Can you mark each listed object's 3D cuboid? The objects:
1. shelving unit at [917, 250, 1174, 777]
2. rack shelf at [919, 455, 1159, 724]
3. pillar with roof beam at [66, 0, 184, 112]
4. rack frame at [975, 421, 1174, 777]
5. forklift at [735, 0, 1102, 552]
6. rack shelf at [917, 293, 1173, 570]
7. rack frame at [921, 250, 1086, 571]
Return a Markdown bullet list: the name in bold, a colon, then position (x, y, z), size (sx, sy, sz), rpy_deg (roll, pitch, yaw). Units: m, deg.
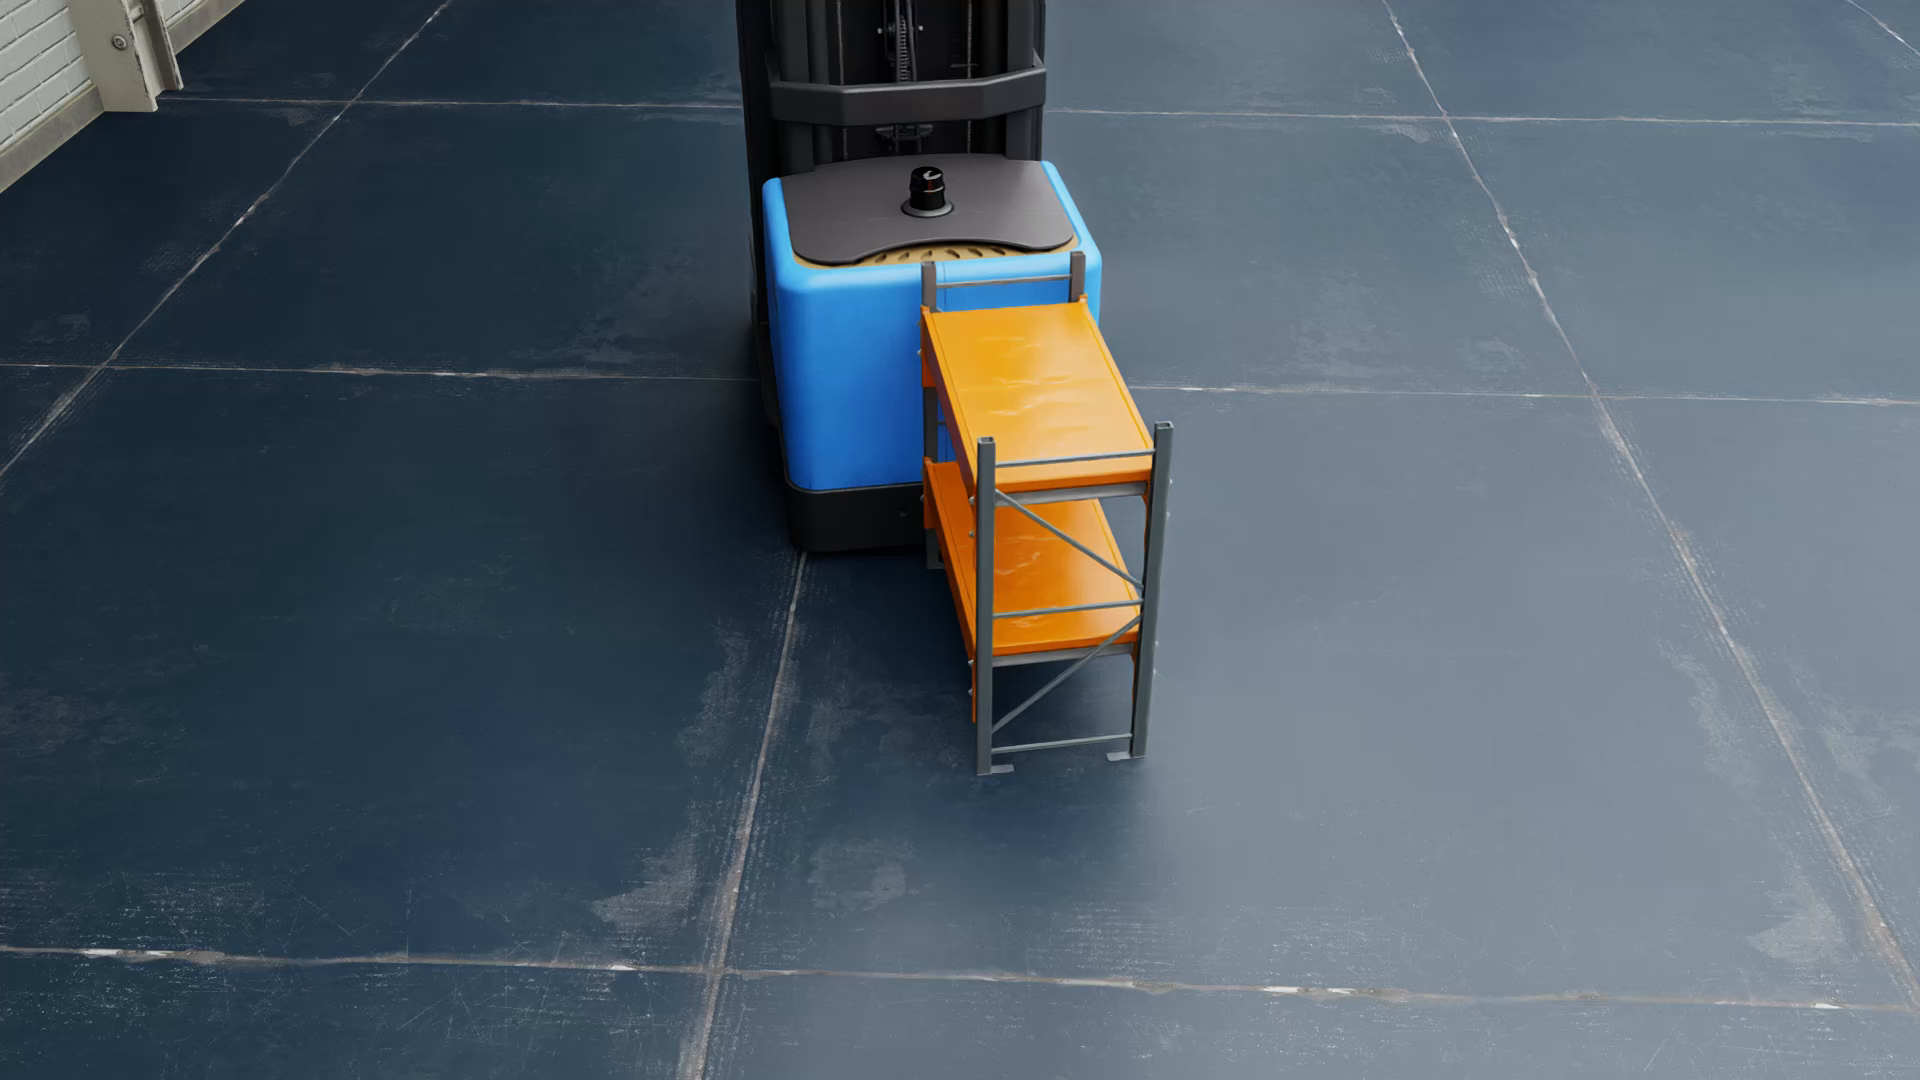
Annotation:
- **shelving unit**: position (0.212, -0.099, 4.913), size (0.538, 1.125, 1.048), rpy_deg (-5, 35, -7)
- **rack shelf**: position (0.212, 0.101, 5.054), size (0.538, 0.278, 1.000), rpy_deg (-5, 35, -7)
- **pillar with roof beam**: position (-0.246, -6.037, 6.514), size (9.100, 9.000, 0.400), rpy_deg (1, 35, 2)
- **rack frame**: position (0.292, 0.189, 4.502), size (0.500, 1.125, 0.032), rpy_deg (-5, 35, -7)
- **forklift**: position (-0.280, -1.996, 6.042), size (1.130, 2.935, 3.031), rpy_deg (-5, 35, -7)
- **rack shelf**: position (0.212, -0.339, 4.745), size (0.538, 0.278, 1.000), rpy_deg (-5, 35, -7)
- **rack frame**: position (0.132, -0.388, 5.324), size (0.500, 1.125, 0.032), rpy_deg (-5, 35, -7)
